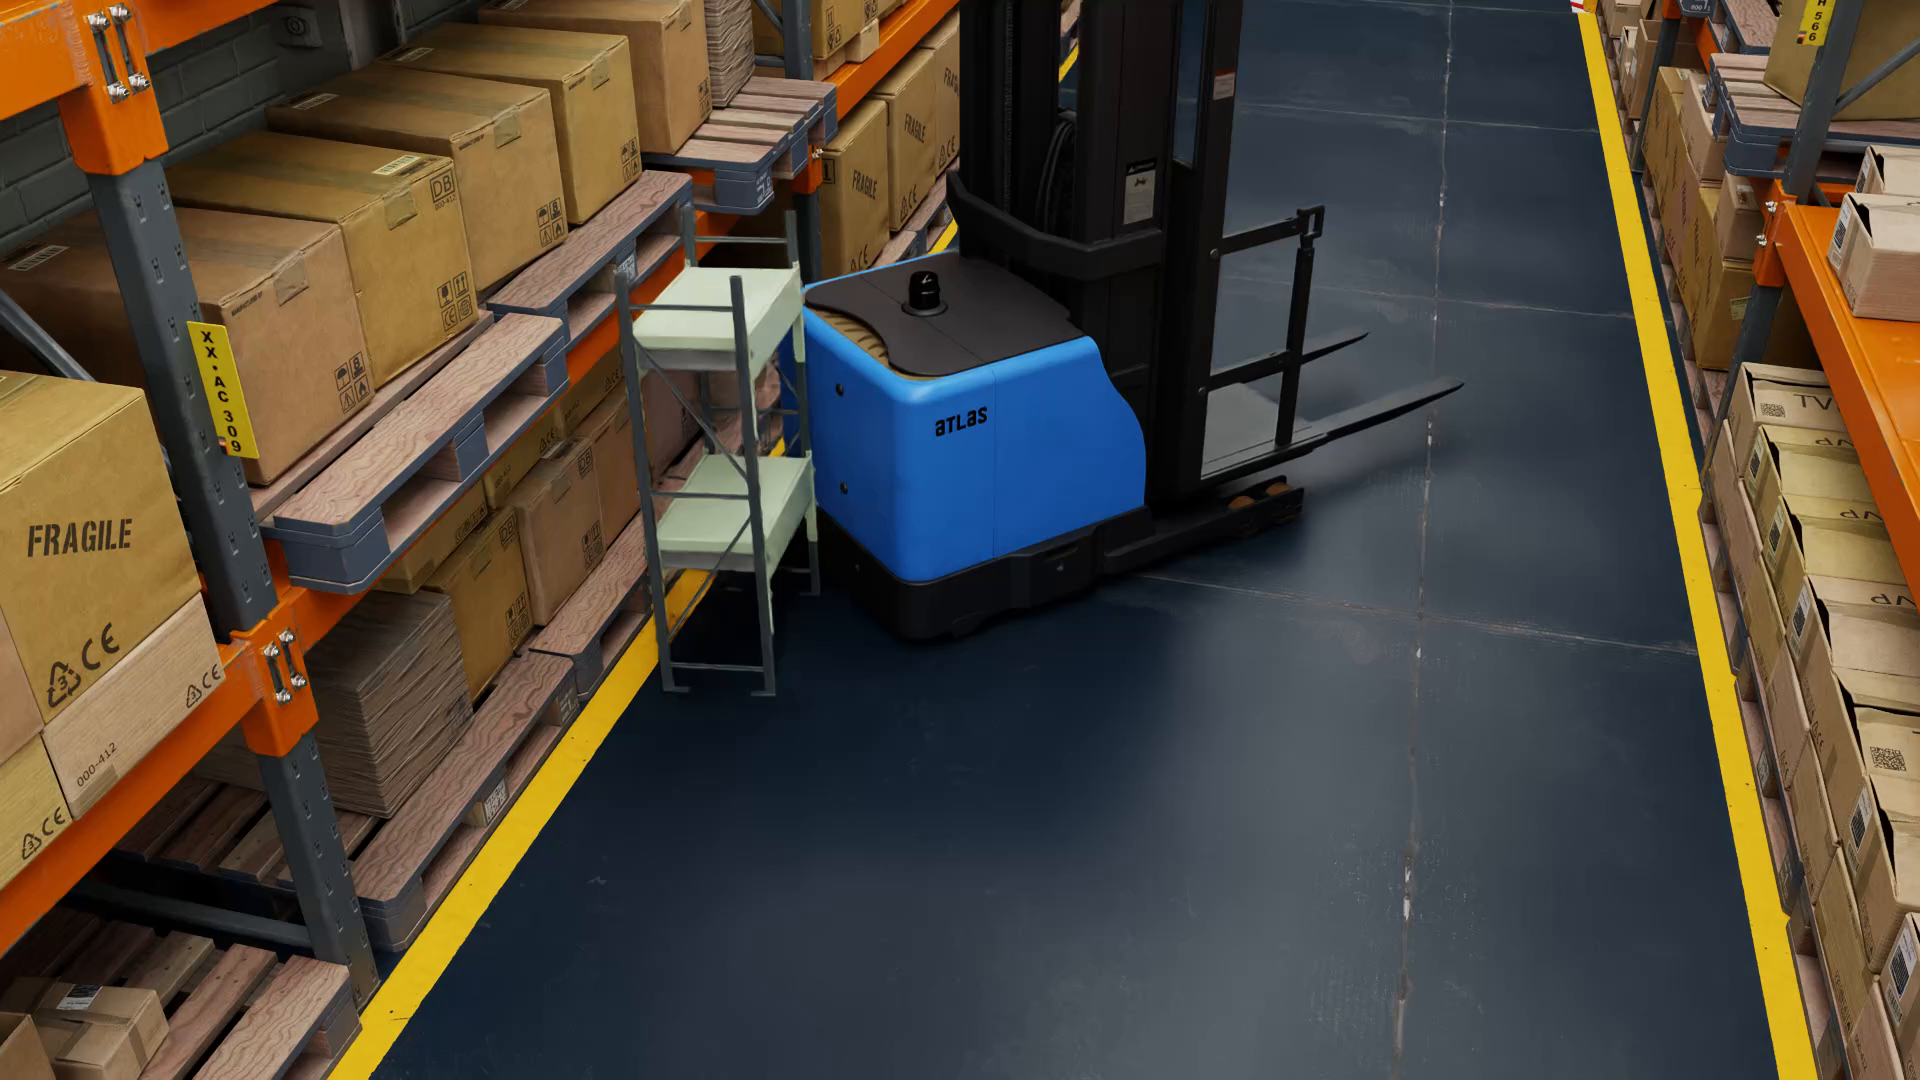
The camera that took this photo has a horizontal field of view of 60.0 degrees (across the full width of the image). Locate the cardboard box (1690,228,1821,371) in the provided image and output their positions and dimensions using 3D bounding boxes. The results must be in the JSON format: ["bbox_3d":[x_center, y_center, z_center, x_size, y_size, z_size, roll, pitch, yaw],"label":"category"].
[{"bbox_3d":[3.667,-1.083,7.578,0.500,0.500,0.500,9,34,14],"label":"cardboard box"}]

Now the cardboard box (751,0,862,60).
[{"bbox_3d":[-0.765,-2.501,7.499,0.500,0.500,0.500,9,34,14],"label":"cardboard box"}]

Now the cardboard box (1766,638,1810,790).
[{"bbox_3d":[2.856,0.577,5.217,0.500,0.250,0.500,9,33,13],"label":"cardboard box"}]

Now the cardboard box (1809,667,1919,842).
[{"bbox_3d":[2.722,0.608,4.646,0.500,0.311,0.500,8,33,12],"label":"cardboard box"}]

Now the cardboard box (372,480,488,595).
[{"bbox_3d":[-1.872,-0.092,5.320,0.500,0.250,0.500,7,33,11],"label":"cardboard box"}]

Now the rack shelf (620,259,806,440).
[{"bbox_3d":[-0.807,-0.653,5.577,0.431,0.370,0.720,2,27,8],"label":"rack shelf"}]

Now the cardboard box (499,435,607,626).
[{"bbox_3d":[-1.729,-0.081,6.002,0.700,0.500,0.500,8,33,13],"label":"cardboard box"}]

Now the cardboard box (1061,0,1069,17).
[{"bbox_3d":[0.431,-4.206,12.509,0.700,0.500,0.500,9,33,14],"label":"cardboard box"}]

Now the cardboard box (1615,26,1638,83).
[{"bbox_3d":[4.732,-3.285,11.218,0.500,0.311,0.500,8,33,12],"label":"cardboard box"}]

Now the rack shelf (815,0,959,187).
[{"bbox_3d":[-0.629,-2.842,9.095,1.077,0.370,4.000,8,33,12],"label":"rack shelf"}]

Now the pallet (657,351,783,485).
[{"bbox_3d":[-1.336,-0.526,7.380,1.003,0.211,1.213,8,33,12],"label":"pallet"}]

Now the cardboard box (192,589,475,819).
[{"bbox_3d":[-1.980,0.453,5.161,0.700,0.500,0.500,9,34,14],"label":"cardboard box"}]

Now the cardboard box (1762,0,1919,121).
[{"bbox_3d":[3.707,-1.997,6.610,0.700,0.500,0.500,-3,33,-4],"label":"cardboard box"}]

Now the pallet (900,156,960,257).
[{"bbox_3d":[-0.552,-1.961,9.638,1.003,0.211,1.213,8,33,12],"label":"pallet"}]

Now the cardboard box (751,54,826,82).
[{"bbox_3d":[-0.829,-2.149,7.551,0.380,0.149,0.250,8,33,12],"label":"cardboard box"}]

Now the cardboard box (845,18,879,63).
[{"bbox_3d":[-0.607,-2.405,7.953,0.380,0.149,0.250,9,34,14],"label":"cardboard box"}]

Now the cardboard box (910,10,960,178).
[{"bbox_3d":[-0.383,-2.637,9.714,0.750,0.750,0.750,9,34,14],"label":"cardboard box"}]

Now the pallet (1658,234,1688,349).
[{"bbox_3d":[4.194,-1.272,8.554,1.003,0.211,1.213,8,33,12],"label":"pallet"}]

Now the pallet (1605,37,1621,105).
[{"bbox_3d":[5.154,-3.325,11.784,1.003,0.211,1.213,8,33,12],"label":"pallet"}]

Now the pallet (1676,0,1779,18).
[{"bbox_3d":[4.363,-3.030,8.899,1.003,0.211,1.213,8,33,12],"label":"pallet"}]

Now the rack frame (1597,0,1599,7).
[{"bbox_3d":[5.687,-5.587,12.742,1.000,3.000,0.127,8,33,12],"label":"rack frame"}]

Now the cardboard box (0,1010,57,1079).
[{"bbox_3d":[-2.376,1.381,3.701,0.500,0.500,0.500,6,33,9],"label":"cardboard box"}]

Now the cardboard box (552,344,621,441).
[{"bbox_3d":[-1.599,-0.619,6.149,0.500,0.250,0.500,8,33,12],"label":"cardboard box"}]

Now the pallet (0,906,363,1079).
[{"bbox_3d":[-2.287,1.498,4.197,1.003,0.211,1.213,8,33,12],"label":"pallet"}]

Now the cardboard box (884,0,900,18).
[{"bbox_3d":[-0.529,-2.821,8.607,0.380,0.149,0.250,9,33,13],"label":"cardboard box"}]

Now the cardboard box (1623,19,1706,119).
[{"bbox_3d":[4.542,-2.976,10.555,0.500,0.500,0.500,8,33,12],"label":"cardboard box"}]

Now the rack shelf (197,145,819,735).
[{"bbox_3d":[-1.644,-0.766,5.830,1.077,0.370,4.000,8,33,12],"label":"rack shelf"}]

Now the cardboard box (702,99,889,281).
[{"bbox_3d":[-0.823,-1.741,8.306,0.750,0.750,0.750,8,33,12],"label":"cardboard box"}]

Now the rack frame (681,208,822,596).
[{"bbox_3d":[-0.749,-0.468,6.076,0.400,1.500,0.023,2,27,8],"label":"rack frame"}]

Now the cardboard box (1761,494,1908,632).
[{"bbox_3d":[2.983,0.081,5.475,0.500,0.311,0.500,7,33,11],"label":"cardboard box"}]

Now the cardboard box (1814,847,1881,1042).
[{"bbox_3d":[2.596,1.107,4.385,0.500,0.250,0.500,8,33,12],"label":"cardboard box"}]

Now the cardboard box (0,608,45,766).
[{"bbox_3d":[-2.093,0.254,2.977,0.500,0.500,0.500,8,33,12],"label":"cardboard box"}]

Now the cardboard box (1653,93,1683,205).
[{"bbox_3d":[4.188,-2.145,9.249,0.500,0.500,0.500,8,33,13],"label":"cardboard box"}]

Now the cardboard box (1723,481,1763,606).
[{"bbox_3d":[3.113,0.041,6.061,0.500,0.250,0.500,7,33,11],"label":"cardboard box"}]

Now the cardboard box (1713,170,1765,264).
[{"bbox_3d":[3.677,-1.429,7.424,0.500,0.250,0.500,9,34,14],"label":"cardboard box"}]

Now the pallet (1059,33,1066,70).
[{"bbox_3d":[0.148,-3.391,11.887,1.003,0.211,1.213,8,33,12],"label":"pallet"}]

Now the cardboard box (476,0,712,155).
[{"bbox_3d":[-1.361,-1.797,6.277,0.700,0.500,0.500,5,33,8],"label":"cardboard box"}]

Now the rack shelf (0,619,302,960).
[{"bbox_3d":[-2.659,1.310,2.565,1.077,0.370,4.000,8,33,12],"label":"rack shelf"}]

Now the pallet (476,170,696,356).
[{"bbox_3d":[-1.599,-0.994,5.696,1.003,0.211,1.213,8,33,12],"label":"pallet"}]

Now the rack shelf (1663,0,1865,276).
[{"bbox_3d":[4.164,-2.169,8.037,1.077,0.370,4.000,8,33,12],"label":"rack shelf"}]

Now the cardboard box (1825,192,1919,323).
[{"bbox_3d":[3.242,-0.960,5.547,0.500,0.311,0.500,8,33,12],"label":"cardboard box"}]

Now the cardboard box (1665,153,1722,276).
[{"bbox_3d":[3.925,-1.625,8.430,0.500,0.500,0.500,7,33,11],"label":"cardboard box"}]

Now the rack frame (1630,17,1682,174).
[{"bbox_3d":[4.671,-3.511,9.477,1.000,3.000,0.127,8,33,12],"label":"rack frame"}]

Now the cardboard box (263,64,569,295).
[{"bbox_3d":[-1.703,-1.154,5.266,0.700,0.500,0.500,13,35,19],"label":"cardboard box"}]

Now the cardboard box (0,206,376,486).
[{"bbox_3d":[-1.989,-0.519,4.268,0.700,0.500,0.500,8,33,13],"label":"cardboard box"}]

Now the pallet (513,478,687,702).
[{"bbox_3d":[-1.647,0.106,6.387,1.003,0.211,1.213,8,33,12],"label":"pallet"}]

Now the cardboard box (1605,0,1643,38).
[{"bbox_3d":[5.020,-3.849,12.162,0.500,0.250,0.500,8,33,12],"label":"cardboard box"}]

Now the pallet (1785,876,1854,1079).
[{"bbox_3d":[2.790,1.430,4.304,1.003,0.211,1.213,8,33,12],"label":"pallet"}]

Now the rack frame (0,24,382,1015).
[{"bbox_3d":[-2.151,-0.032,4.004,1.000,3.000,0.127,8,33,12],"label":"rack frame"}]

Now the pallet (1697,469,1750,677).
[{"bbox_3d":[3.410,0.164,6.296,1.003,0.211,1.213,8,33,12],"label":"pallet"}]

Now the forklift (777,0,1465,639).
[{"bbox_3d":[0.811,-1.468,6.328,3.031,2.935,1.130,-19,37,-27],"label":"forklift"}]

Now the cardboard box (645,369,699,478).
[{"bbox_3d":[-1.512,-0.606,6.828,0.700,0.500,0.500,8,33,12],"label":"cardboard box"}]

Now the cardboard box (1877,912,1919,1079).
[{"bbox_3d":[2.467,1.138,3.813,0.500,0.311,0.500,8,33,12],"label":"cardboard box"}]

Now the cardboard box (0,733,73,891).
[{"bbox_3d":[-2.113,0.567,3.183,0.500,0.250,0.500,8,33,13],"label":"cardboard box"}]

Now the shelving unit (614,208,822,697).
[{"bbox_3d":[-0.798,-0.305,5.752,0.431,1.500,0.755,2,27,8],"label":"shelving unit"}]

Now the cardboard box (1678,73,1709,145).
[{"bbox_3d":[4.059,-2.221,8.669,0.500,0.250,0.500,8,33,12],"label":"cardboard box"}]

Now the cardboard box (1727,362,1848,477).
[{"bbox_3d":[3.239,-0.457,6.321,0.500,0.311,0.500,9,34,14],"label":"cardboard box"}]

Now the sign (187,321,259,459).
[{"bbox_3d":[-1.624,-0.327,3.662,0.100,0.325,0.005,8,33,12],"label":"sign"}]

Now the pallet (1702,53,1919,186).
[{"bbox_3d":[3.760,-1.715,6.831,1.213,0.211,1.003,8,33,12],"label":"pallet"}]
